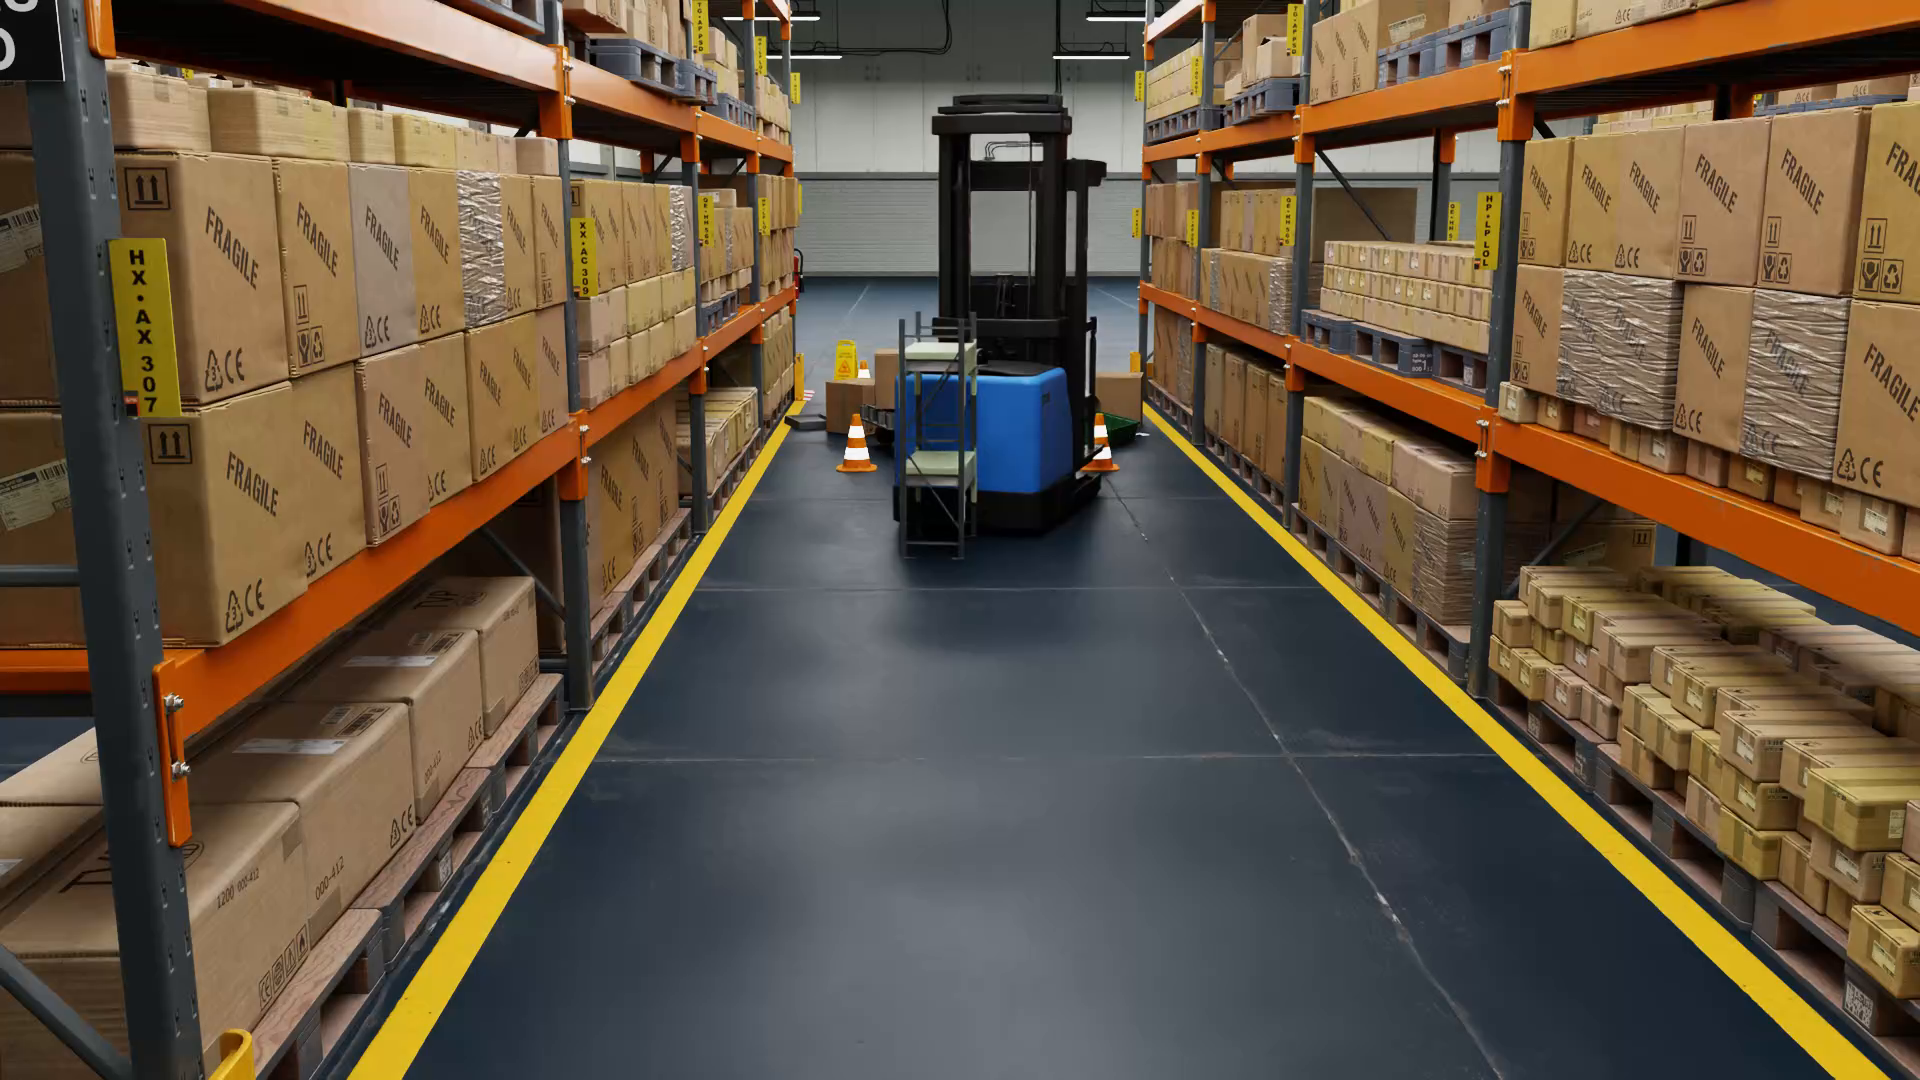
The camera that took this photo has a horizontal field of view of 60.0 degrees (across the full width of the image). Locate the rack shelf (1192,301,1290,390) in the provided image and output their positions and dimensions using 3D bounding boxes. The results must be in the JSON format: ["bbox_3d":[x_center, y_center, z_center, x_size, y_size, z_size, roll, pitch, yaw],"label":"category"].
[{"bbox_3d":[2.692,-1.599,13.206,1.077,0.370,4.000,0,11,-1],"label":"rack shelf"}]

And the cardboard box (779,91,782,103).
[{"bbox_3d":[-2.086,-4.674,17.633,0.380,0.149,0.250,0,11,-2],"label":"cardboard box"}]

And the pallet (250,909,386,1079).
[{"bbox_3d":[-2.143,1.285,4.196,1.003,0.211,1.213,0,11,-1],"label":"pallet"}]

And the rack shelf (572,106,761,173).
[{"bbox_3d":[-2.255,-3.029,12.709,1.077,0.370,4.000,0,11,-1],"label":"rack shelf"}]

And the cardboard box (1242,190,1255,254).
[{"bbox_3d":[2.690,-2.587,13.500,0.700,0.500,0.500,0,11,-1],"label":"cardboard box"}]

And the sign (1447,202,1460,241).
[{"bbox_3d":[3.276,-2.087,11.088,0.100,0.325,0.005,0,11,-1],"label":"sign"}]

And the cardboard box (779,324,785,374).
[{"bbox_3d":[-2.084,-1.967,17.186,0.500,0.500,0.500,-1,11,-2],"label":"cardboard box"}]

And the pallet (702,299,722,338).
[{"bbox_3d":[-2.335,-1.561,11.691,1.213,0.211,1.003,0,11,-1],"label":"pallet"}]

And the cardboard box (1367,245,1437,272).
[{"bbox_3d":[2.570,-1.627,9.614,0.380,0.149,0.250,0,11,1],"label":"cardboard box"}]

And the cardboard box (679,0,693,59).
[{"bbox_3d":[-2.055,-3.166,10.259,0.797,0.503,0.637,-1,12,-5],"label":"cardboard box"}]

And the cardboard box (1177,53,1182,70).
[{"bbox_3d":[2.303,-4.615,16.035,0.380,0.149,0.250,0,11,-1],"label":"cardboard box"}]

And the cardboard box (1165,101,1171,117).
[{"bbox_3d":[2.287,-4.375,16.860,0.380,0.149,0.250,0,11,-1],"label":"cardboard box"}]

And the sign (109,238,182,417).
[{"bbox_3d":[-1.493,-0.388,3.049,0.100,0.325,0.005,0,11,-1],"label":"sign"}]

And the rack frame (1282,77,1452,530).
[{"bbox_3d":[2.733,-1.554,11.175,1.000,3.000,0.127,0,11,-1],"label":"rack frame"}]

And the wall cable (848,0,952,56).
[{"bbox_3d":[-1.788,-15.642,49.193,3.097,2.526,0.112,0,11,-1],"label":"wall cable"}]

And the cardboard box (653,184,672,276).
[{"bbox_3d":[-1.919,-1.750,9.376,0.500,0.500,0.500,0,11,-1],"label":"cardboard box"}]

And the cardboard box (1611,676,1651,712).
[{"bbox_3d":[2.624,0.567,6.088,0.380,0.149,0.250,0,11,1],"label":"cardboard box"}]

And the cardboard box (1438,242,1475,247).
[{"bbox_3d":[3.205,-1.783,10.382,0.380,0.149,0.250,0,11,-2],"label":"cardboard box"}]

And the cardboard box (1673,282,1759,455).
[{"bbox_3d":[2.607,-0.549,5.222,0.500,0.500,0.500,0,11,2],"label":"cardboard box"}]

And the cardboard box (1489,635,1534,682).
[{"bbox_3d":[2.502,0.506,7.134,0.380,0.149,0.250,-1,11,-4],"label":"cardboard box"}]

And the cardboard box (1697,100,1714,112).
[{"bbox_3d":[7.279,-4.163,15.863,0.380,0.149,0.250,-1,11,-3],"label":"cardboard box"}]

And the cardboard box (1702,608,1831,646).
[{"bbox_3d":[3.068,0.362,6.346,0.380,0.149,0.250,0,11,1],"label":"cardboard box"}]

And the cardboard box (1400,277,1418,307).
[{"bbox_3d":[2.579,-1.328,8.887,0.380,0.149,0.250,0,11,-1],"label":"cardboard box"}]

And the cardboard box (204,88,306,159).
[{"bbox_3d":[-1.746,-0.956,3.829,0.380,0.149,0.250,0,11,1],"label":"cardboard box"}]

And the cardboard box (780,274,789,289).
[{"bbox_3d":[-2.022,-2.755,17.728,0.380,0.149,0.250,0,11,0],"label":"cardboard box"}]

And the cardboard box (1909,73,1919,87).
[{"bbox_3d":[7.418,-3.613,12.269,0.500,0.500,0.500,0,11,0],"label":"cardboard box"}]

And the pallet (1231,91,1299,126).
[{"bbox_3d":[2.641,-3.282,12.621,1.003,0.211,1.213,0,11,1],"label":"pallet"}]

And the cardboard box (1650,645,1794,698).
[{"bbox_3d":[2.657,0.472,5.807,0.380,0.149,0.250,-1,11,-4],"label":"cardboard box"}]

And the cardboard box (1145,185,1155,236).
[{"bbox_3d":[2.537,-3.673,18.527,0.875,0.550,0.550,0,11,-1],"label":"cardboard box"}]

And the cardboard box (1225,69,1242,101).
[{"bbox_3d":[2.414,-3.887,14.161,0.258,0.266,0.396,0,11,-2],"label":"cardboard box"}]

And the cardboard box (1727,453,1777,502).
[{"bbox_3d":[2.649,-0.213,5.199,0.380,0.149,0.250,0,11,0],"label":"cardboard box"}]

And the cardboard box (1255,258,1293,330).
[{"bbox_3d":[2.447,-1.791,12.090,0.500,0.500,0.500,0,11,-1],"label":"cardboard box"}]

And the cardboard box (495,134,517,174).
[{"bbox_3d":[-1.909,-1.463,6.327,0.380,0.149,0.250,0,11,0],"label":"cardboard box"}]

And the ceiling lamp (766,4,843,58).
[{"bbox_3d":[-4.020,-13.956,42.538,2.000,3.185,0.800,0,11,-1],"label":"ceiling lamp"}]

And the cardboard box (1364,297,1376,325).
[{"bbox_3d":[2.567,-1.334,9.664,0.380,0.149,0.250,0,11,1],"label":"cardboard box"}]

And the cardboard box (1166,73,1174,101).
[{"bbox_3d":[2.354,-4.544,16.688,0.500,0.250,0.500,0,11,-1],"label":"cardboard box"}]

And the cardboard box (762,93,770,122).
[{"bbox_3d":[-2.052,-4.042,15.524,0.500,0.250,0.500,0,11,-2],"label":"cardboard box"}]

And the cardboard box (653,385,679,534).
[{"bbox_3d":[-2.282,-0.541,10.467,0.875,0.875,0.875,0,11,-2],"label":"cardboard box"}]

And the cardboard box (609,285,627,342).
[{"bbox_3d":[-1.897,-1.082,7.969,0.500,0.250,0.500,0,11,0],"label":"cardboard box"}]

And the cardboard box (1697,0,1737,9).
[{"bbox_3d":[2.579,-1.755,5.000,0.500,0.250,0.500,0,11,1],"label":"cardboard box"}]

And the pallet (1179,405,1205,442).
[{"bbox_3d":[2.713,-1.134,16.118,1.003,0.211,1.213,0,11,-1],"label":"pallet"}]

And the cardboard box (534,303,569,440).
[{"bbox_3d":[-1.866,-0.676,6.597,0.500,0.500,0.500,0,11,-1],"label":"cardboard box"}]

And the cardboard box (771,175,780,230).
[{"bbox_3d":[-2.077,-3.184,15.693,0.700,0.500,0.500,0,11,-1],"label":"cardboard box"}]

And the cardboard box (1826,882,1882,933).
[{"bbox_3d":[2.653,1.020,4.600,0.380,0.149,0.250,0,11,-1],"label":"cardboard box"}]

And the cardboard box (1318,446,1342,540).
[{"bbox_3d":[2.507,-0.293,10.191,0.500,0.500,0.500,0,11,0],"label":"cardboard box"}]

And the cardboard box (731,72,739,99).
[{"bbox_3d":[-2.139,-3.796,14.001,0.500,0.250,0.500,0,11,-2],"label":"cardboard box"}]

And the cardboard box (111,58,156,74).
[{"bbox_3d":[-7.000,-3.826,13.746,0.500,0.311,0.500,-1,11,-3],"label":"cardboard box"}]

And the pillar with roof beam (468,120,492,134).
[{"bbox_3d":[-4.172,-8.284,29.259,9.100,9.000,0.400,0,11,-1],"label":"pillar with roof beam"}]

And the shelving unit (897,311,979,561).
[{"bbox_3d":[-0.132,-0.685,10.665,0.431,1.500,0.755,1,12,6],"label":"shelving unit"}]

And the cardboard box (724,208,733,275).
[{"bbox_3d":[-2.030,-2.313,12.861,0.500,0.500,0.500,-1,11,-3],"label":"cardboard box"}]

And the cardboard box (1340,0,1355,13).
[{"bbox_3d":[2.477,-3.264,9.884,0.396,0.266,0.258,0,11,-1],"label":"cardboard box"}]

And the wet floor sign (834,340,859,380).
[{"bbox_3d":[-1.313,-1.992,19.256,0.267,0.644,0.232,4,12,18],"label":"wet floor sign"}]

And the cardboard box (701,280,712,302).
[{"bbox_3d":[-1.966,-1.773,11.828,0.380,0.149,0.250,-1,12,-5],"label":"cardboard box"}]

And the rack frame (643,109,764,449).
[{"bbox_3d":[-2.296,-2.309,14.895,1.000,3.000,0.127,0,11,-1],"label":"rack frame"}]

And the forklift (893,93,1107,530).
[{"bbox_3d":[0.451,-1.753,12.329,1.130,2.935,3.031,3,12,16],"label":"forklift"}]
